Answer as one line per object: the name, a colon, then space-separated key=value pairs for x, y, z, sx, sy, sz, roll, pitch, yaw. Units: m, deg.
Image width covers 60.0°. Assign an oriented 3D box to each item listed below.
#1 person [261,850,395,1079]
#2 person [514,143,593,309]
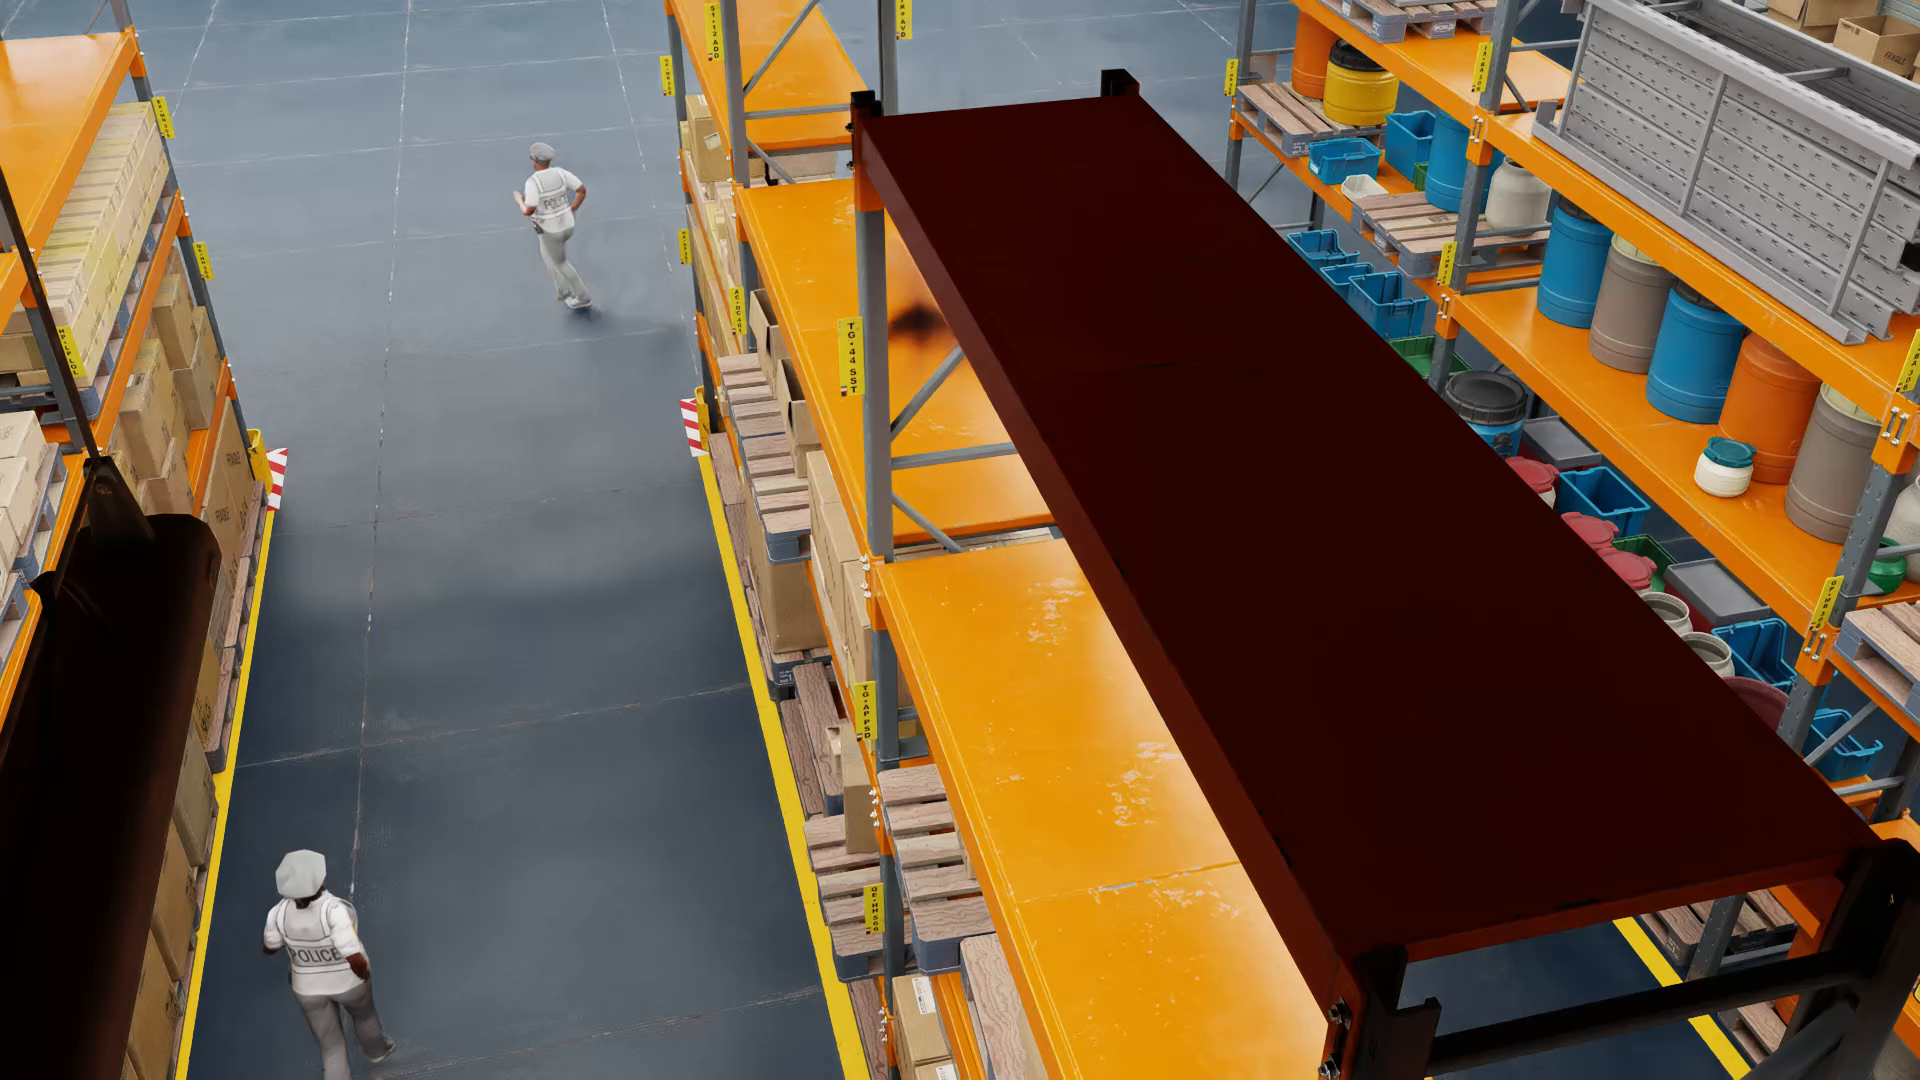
person: x=-3.294 y=2.338 z=8.692 sx=0.553 sy=1.768 sz=0.736 roll=-6 pitch=35 yaw=-9
person: x=-4.230 y=-3.201 z=17.243 sx=0.771 sy=1.859 sz=0.624 roll=17 pitch=38 yaw=23
